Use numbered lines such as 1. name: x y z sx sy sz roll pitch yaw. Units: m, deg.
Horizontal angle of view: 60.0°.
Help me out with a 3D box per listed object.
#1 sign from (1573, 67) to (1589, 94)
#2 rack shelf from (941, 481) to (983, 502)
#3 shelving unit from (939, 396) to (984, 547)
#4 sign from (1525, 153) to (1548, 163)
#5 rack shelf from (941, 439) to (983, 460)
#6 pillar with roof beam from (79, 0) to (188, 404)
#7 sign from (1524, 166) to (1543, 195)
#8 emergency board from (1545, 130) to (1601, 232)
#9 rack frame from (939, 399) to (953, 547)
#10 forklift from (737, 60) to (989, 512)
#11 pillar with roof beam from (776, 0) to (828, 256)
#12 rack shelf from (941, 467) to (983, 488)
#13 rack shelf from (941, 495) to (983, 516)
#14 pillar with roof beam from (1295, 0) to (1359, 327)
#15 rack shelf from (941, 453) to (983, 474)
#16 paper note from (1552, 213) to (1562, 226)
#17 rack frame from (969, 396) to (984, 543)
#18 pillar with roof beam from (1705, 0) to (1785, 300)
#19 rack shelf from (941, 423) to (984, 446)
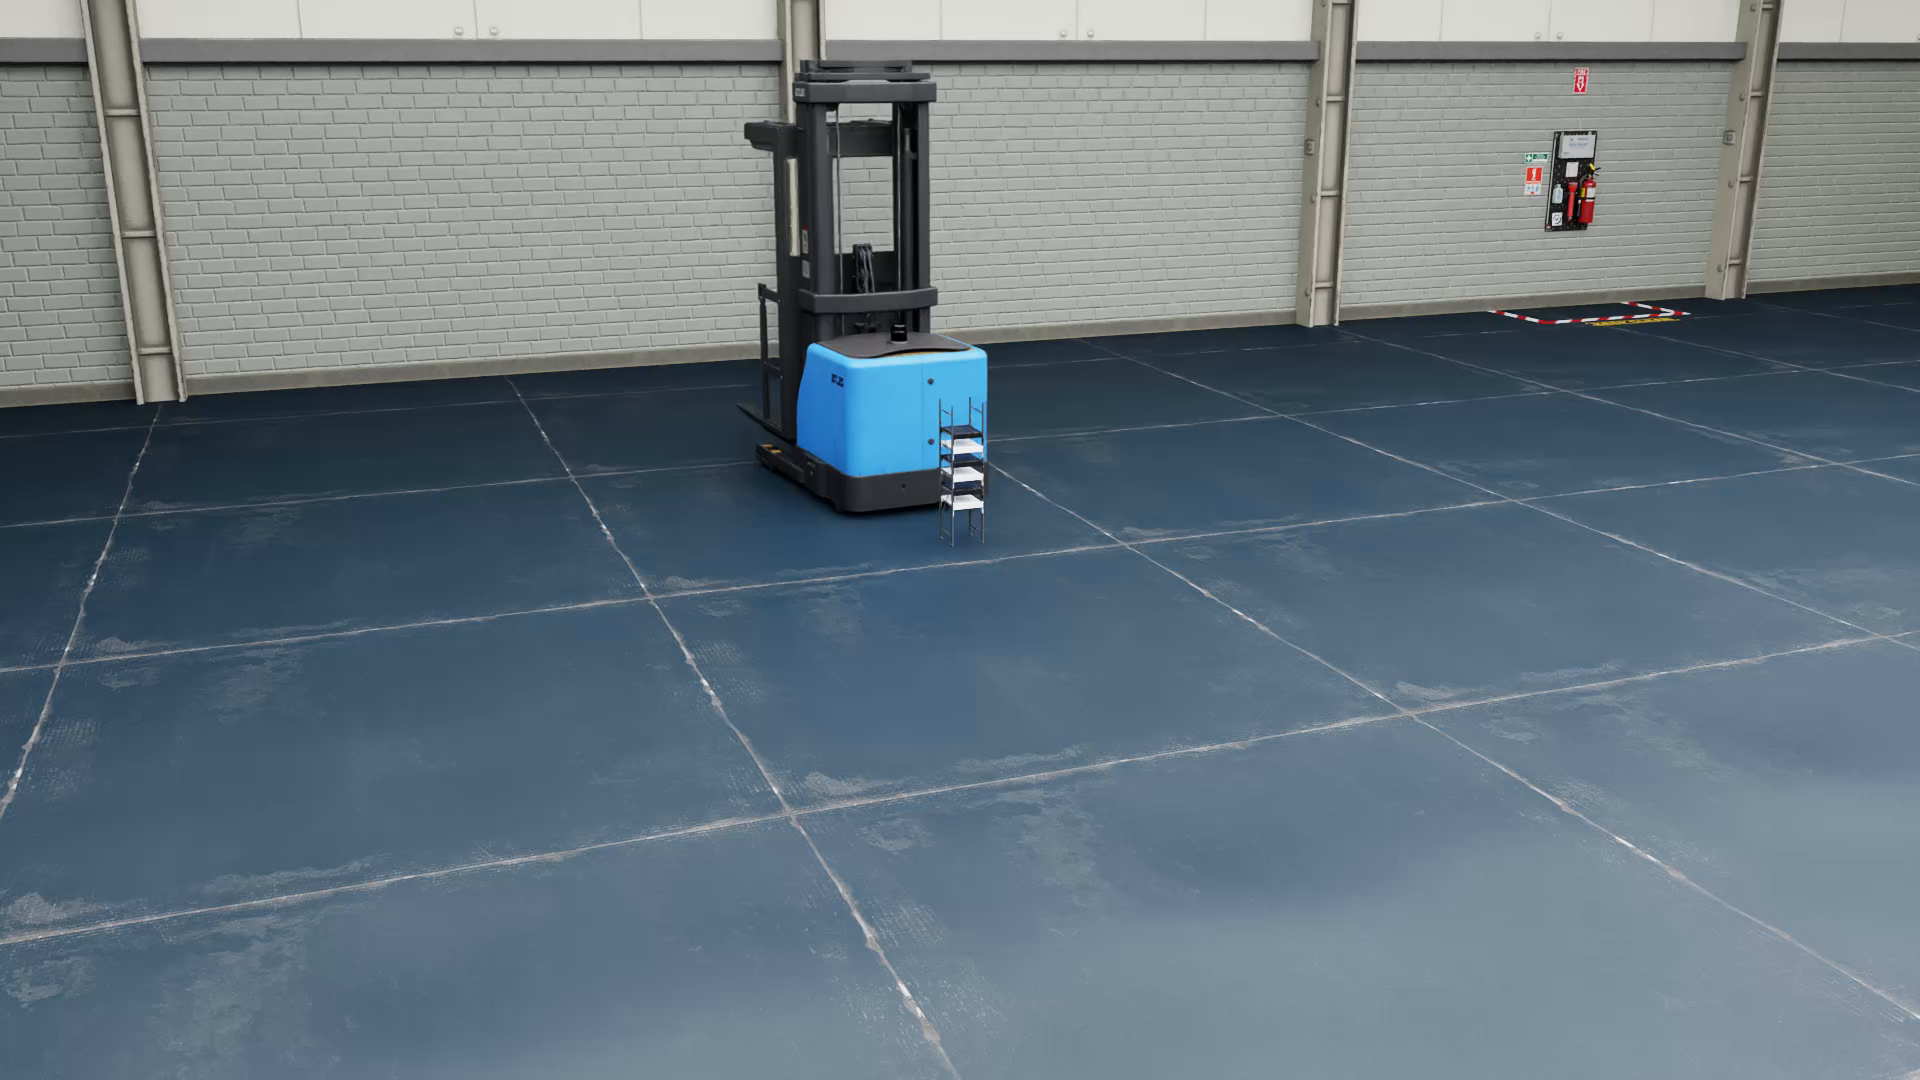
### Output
1. sign: 7.311 -5.409 19.579 0.199 0.298 0.001 -6 17 -20
2. rack shelf: 0.008 -0.314 10.509 0.200 0.077 0.258 -6 17 -20
3. shelving unit: 0.008 -0.433 10.474 0.210 0.900 0.258 -6 17 -20
4. sign: 6.808 -4.512 19.636 0.331 0.109 0.001 -6 17 -20
5. rack shelf: 0.008 -0.573 10.433 0.200 0.077 0.258 -6 17 -20
6. pillar with roof beam: -5.593 -4.441 9.751 0.400 9.000 9.100 -6 17 -20
7. sign: 6.800 -4.260 19.717 0.234 0.329 0.001 -6 17 -20
8. emergency board: 7.354 -4.271 19.819 0.643 1.169 0.194 -6 17 -20
9. rack frame: -0.087 -0.422 10.439 0.006 0.900 0.240 -6 17 -20
10. forklift: -0.882 -1.960 12.072 1.130 2.935 3.031 -7 18 -24
11. pillar with roof beam: 0.010 -5.046 11.811 0.400 9.000 9.100 -6 17 -20
12. rack shelf: 0.008 -0.401 10.484 0.200 0.077 0.258 -6 17 -20
13. rack shelf: 0.008 -0.228 10.534 0.200 0.077 0.258 -6 17 -20
14. pillar with roof beam: 5.613 -5.651 13.871 0.400 9.000 9.100 -6 17 -20
15. rack shelf: 0.008 -0.487 10.458 0.200 0.077 0.258 -6 17 -20
16. paper note: 7.164 -3.849 19.945 0.142 0.148 0.016 -6 17 -20
17. rack frame: 0.103 -0.443 10.509 0.006 0.900 0.240 -6 17 -20
18. pillar with roof beam: 11.215 -6.256 15.931 0.400 9.000 9.100 -6 17 -20
19. rack shelf: 0.008 -0.660 10.408 0.200 0.077 0.258 -6 17 -20
